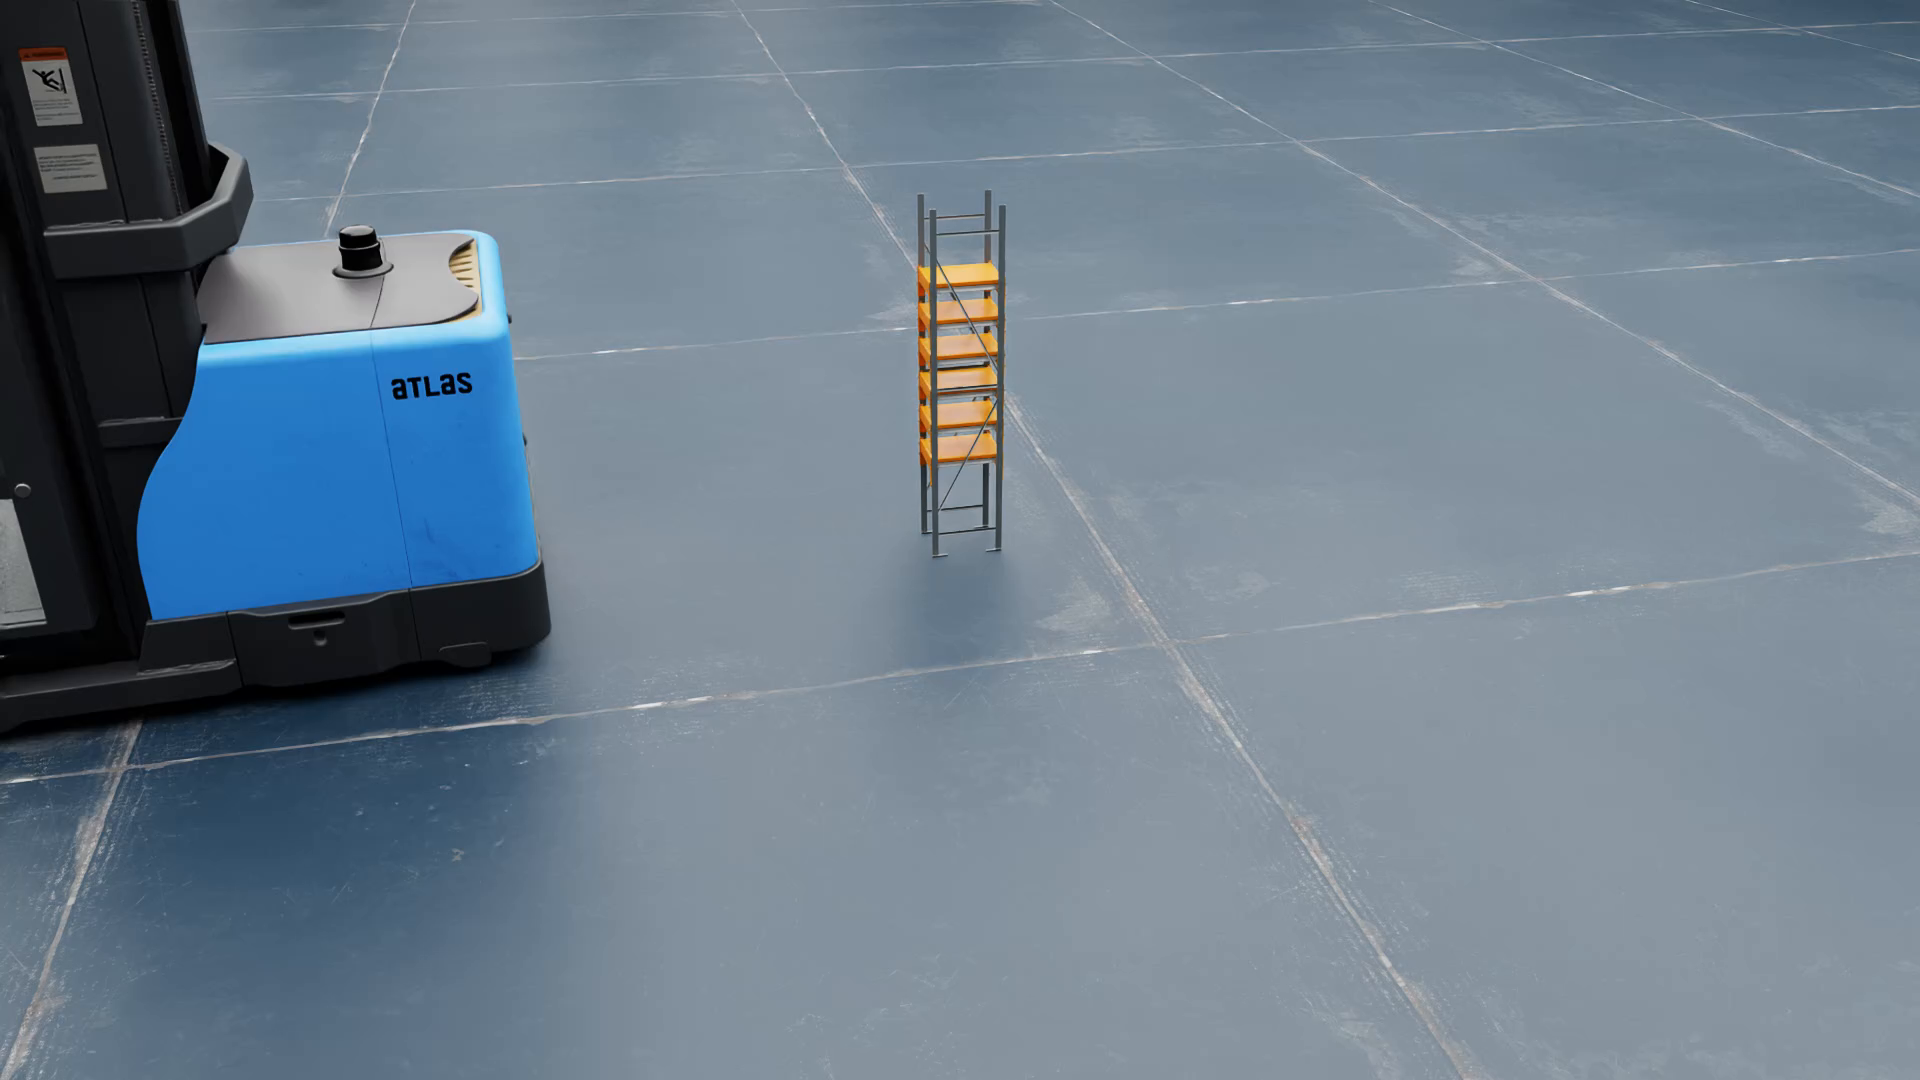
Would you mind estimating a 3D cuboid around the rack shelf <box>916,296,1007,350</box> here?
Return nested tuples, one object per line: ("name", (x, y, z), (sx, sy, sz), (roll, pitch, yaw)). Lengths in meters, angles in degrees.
("rack shelf", (0.003, -0.704, 5.379), (0.258, 0.103, 0.180), (-6, 27, -12))

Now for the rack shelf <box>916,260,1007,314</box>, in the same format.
("rack shelf", (0.003, -0.811, 5.325), (0.258, 0.103, 0.180), (-6, 27, -12))

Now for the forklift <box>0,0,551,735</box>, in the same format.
("forklift", (-2.817, -0.972, 4.423), (3.031, 2.935, 1.130), (-7, 28, -14))

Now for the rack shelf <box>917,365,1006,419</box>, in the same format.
("rack shelf", (0.003, -0.490, 5.487), (0.258, 0.103, 0.180), (-6, 27, -12))

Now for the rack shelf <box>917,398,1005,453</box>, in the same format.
("rack shelf", (0.003, -0.382, 5.541), (0.258, 0.103, 0.180), (-6, 27, -12))

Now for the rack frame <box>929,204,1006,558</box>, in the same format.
("rack frame", (0.024, -0.489, 5.387), (0.240, 1.200, 0.006), (-6, 27, -12))

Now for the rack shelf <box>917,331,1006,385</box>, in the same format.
("rack shelf", (0.003, -0.597, 5.433), (0.258, 0.103, 0.180), (-6, 27, -12))

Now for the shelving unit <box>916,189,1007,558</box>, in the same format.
("shelving unit", (0.003, -0.529, 5.467), (0.258, 1.200, 0.189), (-6, 27, -12))

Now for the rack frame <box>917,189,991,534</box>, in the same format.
("rack frame", (-0.017, -0.569, 5.547), (0.240, 1.200, 0.006), (-6, 27, -12))

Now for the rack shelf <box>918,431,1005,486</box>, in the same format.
("rack shelf", (0.003, -0.275, 5.595), (0.258, 0.103, 0.180), (-6, 27, -12))
